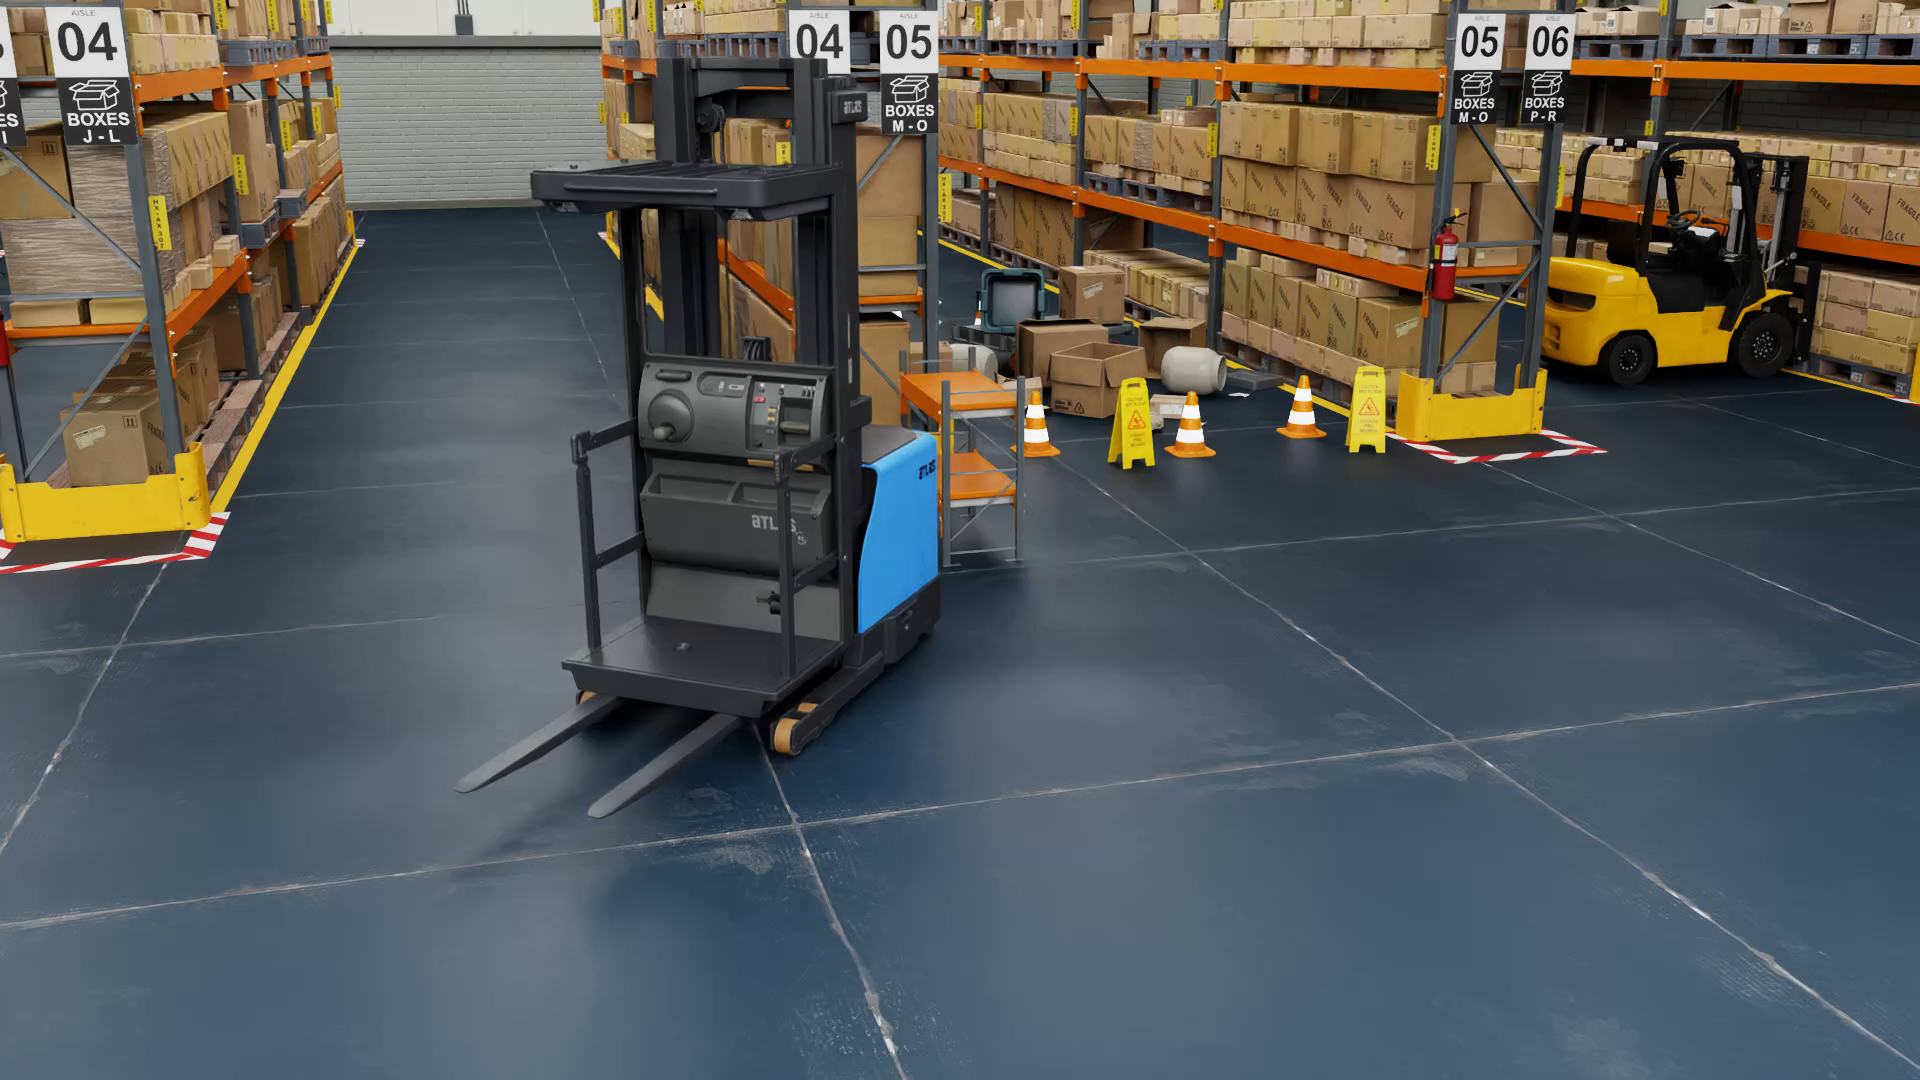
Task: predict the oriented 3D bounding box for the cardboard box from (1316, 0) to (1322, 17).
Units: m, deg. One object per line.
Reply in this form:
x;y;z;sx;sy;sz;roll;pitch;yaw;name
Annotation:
3.268;-4.541;14.191;0.380;0.149;0.250;-4;17;-14;cardboard box

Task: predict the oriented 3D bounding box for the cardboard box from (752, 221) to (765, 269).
-1.180;-2.483;13.242;0.875;0.550;0.500;-5;17;-15;cardboard box

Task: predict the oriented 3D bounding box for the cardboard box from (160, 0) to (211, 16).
-6.171;-4.358;12.971;0.500;0.500;0.500;-5;17;-17;cardboard box

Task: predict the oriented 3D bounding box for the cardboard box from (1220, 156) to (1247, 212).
2.842;-3.426;15.951;0.500;0.500;0.500;-5;17;-15;cardboard box

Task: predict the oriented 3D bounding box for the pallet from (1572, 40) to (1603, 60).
7.244;-5.735;19.445;1.003;0.211;1.213;-4;17;-13;pallet

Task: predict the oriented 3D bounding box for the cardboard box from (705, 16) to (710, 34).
-1.970;-4.397;14.196;0.380;0.149;0.250;-5;17;-16;cardboard box

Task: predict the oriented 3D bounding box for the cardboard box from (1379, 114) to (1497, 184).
3.738;-3.066;13.015;0.700;0.500;0.500;-5;17;-17;cardboard box

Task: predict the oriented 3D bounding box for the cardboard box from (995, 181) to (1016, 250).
1.037;-4.610;23.549;0.875;0.875;0.875;-4;17;-14;cardboard box

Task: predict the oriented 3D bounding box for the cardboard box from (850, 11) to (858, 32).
-0.569;-3.678;11.803;0.380;0.149;0.250;-5;17;-15;cardboard box

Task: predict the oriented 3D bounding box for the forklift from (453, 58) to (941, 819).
-1.109;-0.591;7.326;1.130;2.935;3.031;6;18;20;forklift

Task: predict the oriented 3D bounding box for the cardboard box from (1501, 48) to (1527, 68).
4.309;-3.706;12.799;0.380;0.149;0.250;-5;17;-15;cardboard box

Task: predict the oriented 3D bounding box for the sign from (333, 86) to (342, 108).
-9.312;-6.622;24.858;0.100;0.325;0.005;-5;17;-15;sign

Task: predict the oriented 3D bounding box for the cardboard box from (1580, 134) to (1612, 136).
7.496;-4.671;19.485;0.380;0.149;0.250;-5;17;-15;cardboard box

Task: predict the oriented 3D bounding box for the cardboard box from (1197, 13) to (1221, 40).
2.689;-5.095;16.516;0.500;0.250;0.500;-5;17;-16;cardboard box

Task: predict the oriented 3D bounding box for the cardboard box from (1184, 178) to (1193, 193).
2.526;-3.655;17.111;0.380;0.149;0.250;-5;17;-17;cardboard box

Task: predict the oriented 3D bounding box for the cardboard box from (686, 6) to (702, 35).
-2.294;-4.898;15.685;0.500;0.250;0.500;-5;17;-16;cardboard box

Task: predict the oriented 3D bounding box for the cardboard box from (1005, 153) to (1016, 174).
0.926;-5.091;22.448;0.500;0.250;0.500;-5;17;-16;cardboard box

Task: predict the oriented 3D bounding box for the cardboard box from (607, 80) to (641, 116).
-4.906;-6.518;24.509;0.500;0.500;0.500;-5;17;-16;cardboard box

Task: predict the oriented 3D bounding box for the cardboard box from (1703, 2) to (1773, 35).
7.755;-5.166;16.473;0.500;0.311;0.500;-4;17;-14;cardboard box

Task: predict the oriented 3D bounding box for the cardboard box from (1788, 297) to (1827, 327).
8.136;-2.180;15.677;0.500;0.250;0.500;-5;17;-17;cardboard box

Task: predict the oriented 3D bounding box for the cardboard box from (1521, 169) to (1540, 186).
6.970;-4.240;19.614;0.500;0.250;0.500;-4;17;-13;cardboard box

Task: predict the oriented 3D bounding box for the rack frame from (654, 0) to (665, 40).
-2.842;-6.939;17.911;1.000;3.000;0.127;-5;17;-15;rack frame

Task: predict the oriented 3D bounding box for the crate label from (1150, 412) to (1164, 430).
1.480;-0.949;13.374;0.298;0.136;0.250;16;23;42;crate label

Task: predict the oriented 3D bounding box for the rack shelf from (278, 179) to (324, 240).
-8.189;-3.911;19.507;1.077;0.370;4.000;-5;17;-15;rack shelf

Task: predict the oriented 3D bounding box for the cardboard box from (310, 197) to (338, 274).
-8.543;-3.816;20.907;1.225;0.875;0.875;-5;17;-15;cardboard box

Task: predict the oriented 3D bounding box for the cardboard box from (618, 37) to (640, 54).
-4.336;-6.652;22.429;0.500;0.250;0.500;-4;17;-14;cardboard box

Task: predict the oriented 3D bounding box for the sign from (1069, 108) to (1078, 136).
1.357;-4.995;19.855;0.100;0.325;0.005;-5;17;-15;sign

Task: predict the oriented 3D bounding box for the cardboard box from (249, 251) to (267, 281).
-7.271;-2.746;16.656;0.500;0.250;0.500;-3;17;-9;cardboard box

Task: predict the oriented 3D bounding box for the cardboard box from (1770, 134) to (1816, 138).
8.382;-4.000;16.736;0.380;0.149;0.250;-5;17;-16;cardboard box

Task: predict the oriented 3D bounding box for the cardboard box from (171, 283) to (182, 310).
-5.394;-1.607;11.026;0.380;0.149;0.250;-5;17;-15;cardboard box

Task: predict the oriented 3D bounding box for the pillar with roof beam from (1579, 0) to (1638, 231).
3.747;-7.122;18.521;9.100;9.000;0.400;-5;17;-15;pillar with roof beam

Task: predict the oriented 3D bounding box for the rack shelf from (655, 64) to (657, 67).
-2.293;-4.605;16.605;1.077;0.370;4.000;-5;17;-15;rack shelf

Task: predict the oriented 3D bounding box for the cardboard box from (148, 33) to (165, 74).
-5.472;-3.150;10.770;0.500;0.250;0.500;-5;17;-16;cardboard box

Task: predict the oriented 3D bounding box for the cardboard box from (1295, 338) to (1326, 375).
3.323;-1.647;14.772;0.500;0.250;0.500;-5;18;-17;cardboard box

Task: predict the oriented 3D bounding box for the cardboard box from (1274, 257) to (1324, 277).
3.088;-2.493;15.156;0.380;0.149;0.250;-4;17;-12;cardboard box

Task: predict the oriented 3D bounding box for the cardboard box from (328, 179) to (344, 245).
-9.335;-4.676;23.768;0.875;0.875;0.875;-5;17;-15;cardboard box

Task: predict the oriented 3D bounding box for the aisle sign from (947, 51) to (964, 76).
-0.031;-7.988;27.311;0.394;0.787;0.004;-5;17;-15;aisle sign

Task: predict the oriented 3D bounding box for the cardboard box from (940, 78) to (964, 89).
-0.092;-6.983;25.447;0.380;0.149;0.250;-5;17;-17;cardboard box

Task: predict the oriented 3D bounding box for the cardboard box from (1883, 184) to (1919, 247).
8.472;-2.829;14.483;0.500;0.500;0.500;-5;17;-16;cardboard box

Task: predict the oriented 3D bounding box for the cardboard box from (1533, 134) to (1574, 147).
6.995;-4.705;19.602;0.380;0.149;0.250;-5;17;-15;cardboard box

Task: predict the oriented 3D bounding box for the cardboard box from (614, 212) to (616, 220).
-5.123;-5.012;25.631;0.380;0.149;0.250;-5;17;-16;cardboard box

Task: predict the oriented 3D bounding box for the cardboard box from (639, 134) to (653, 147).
-3.557;-4.673;19.468;0.380;0.149;0.250;-4;17;-14;cardboard box

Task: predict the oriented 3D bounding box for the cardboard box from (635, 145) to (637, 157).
-3.700;-4.675;19.990;0.380;0.149;0.250;-5;17;-16;cardboard box

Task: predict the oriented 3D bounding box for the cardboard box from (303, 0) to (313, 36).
-9.162;-7.058;22.445;0.700;0.500;0.500;-4;17;-13;cardboard box

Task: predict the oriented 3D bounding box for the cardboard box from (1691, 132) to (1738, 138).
7.738;-4.098;17.062;0.380;0.149;0.250;-4;17;-14;cardboard box

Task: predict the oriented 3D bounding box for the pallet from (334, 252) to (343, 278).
-8.872;-3.689;22.367;1.003;0.211;1.213;-5;17;-15;pallet

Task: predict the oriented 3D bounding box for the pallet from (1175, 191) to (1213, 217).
2.918;-3.510;17.257;1.003;0.211;1.213;-5;17;-15;pallet

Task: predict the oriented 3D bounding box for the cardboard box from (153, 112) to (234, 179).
-6.152;-3.162;13.336;0.500;0.500;0.500;-5;17;-15;cardboard box

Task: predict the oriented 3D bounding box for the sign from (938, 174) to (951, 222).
-0.108;-2.348;11.412;0.100;0.325;0.005;-5;17;-15;sign

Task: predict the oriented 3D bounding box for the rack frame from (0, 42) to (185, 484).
-5.441;-1.489;10.195;1.000;3.000;0.127;-5;17;-15;rack frame

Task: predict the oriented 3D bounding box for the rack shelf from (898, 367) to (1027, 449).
-0.002;-0.821;10.212;0.538;0.278;1.000;-5;17;-15;rack shelf

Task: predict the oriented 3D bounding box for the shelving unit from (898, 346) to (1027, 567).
-0.002;-0.541;10.296;0.538;1.125;1.048;-5;17;-15;shelving unit

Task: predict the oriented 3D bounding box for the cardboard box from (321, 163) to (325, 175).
-8.572;-4.869;21.883;0.380;0.149;0.250;-5;18;-17;cardboard box

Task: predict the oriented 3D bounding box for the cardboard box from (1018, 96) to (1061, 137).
1.085;-5.554;21.817;0.500;0.500;0.500;-5;17;-16;cardboard box

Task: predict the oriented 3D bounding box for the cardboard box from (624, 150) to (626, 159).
-4.129;-4.962;21.465;0.380;0.149;0.250;-5;17;-15;cardboard box

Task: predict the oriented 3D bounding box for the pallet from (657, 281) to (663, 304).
-3.056;-2.947;19.896;1.003;0.211;1.213;-5;17;-15;pallet

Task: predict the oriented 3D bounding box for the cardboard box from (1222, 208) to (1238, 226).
2.767;-3.146;16.149;0.380;0.149;0.250;-5;17;-16;cardboard box
